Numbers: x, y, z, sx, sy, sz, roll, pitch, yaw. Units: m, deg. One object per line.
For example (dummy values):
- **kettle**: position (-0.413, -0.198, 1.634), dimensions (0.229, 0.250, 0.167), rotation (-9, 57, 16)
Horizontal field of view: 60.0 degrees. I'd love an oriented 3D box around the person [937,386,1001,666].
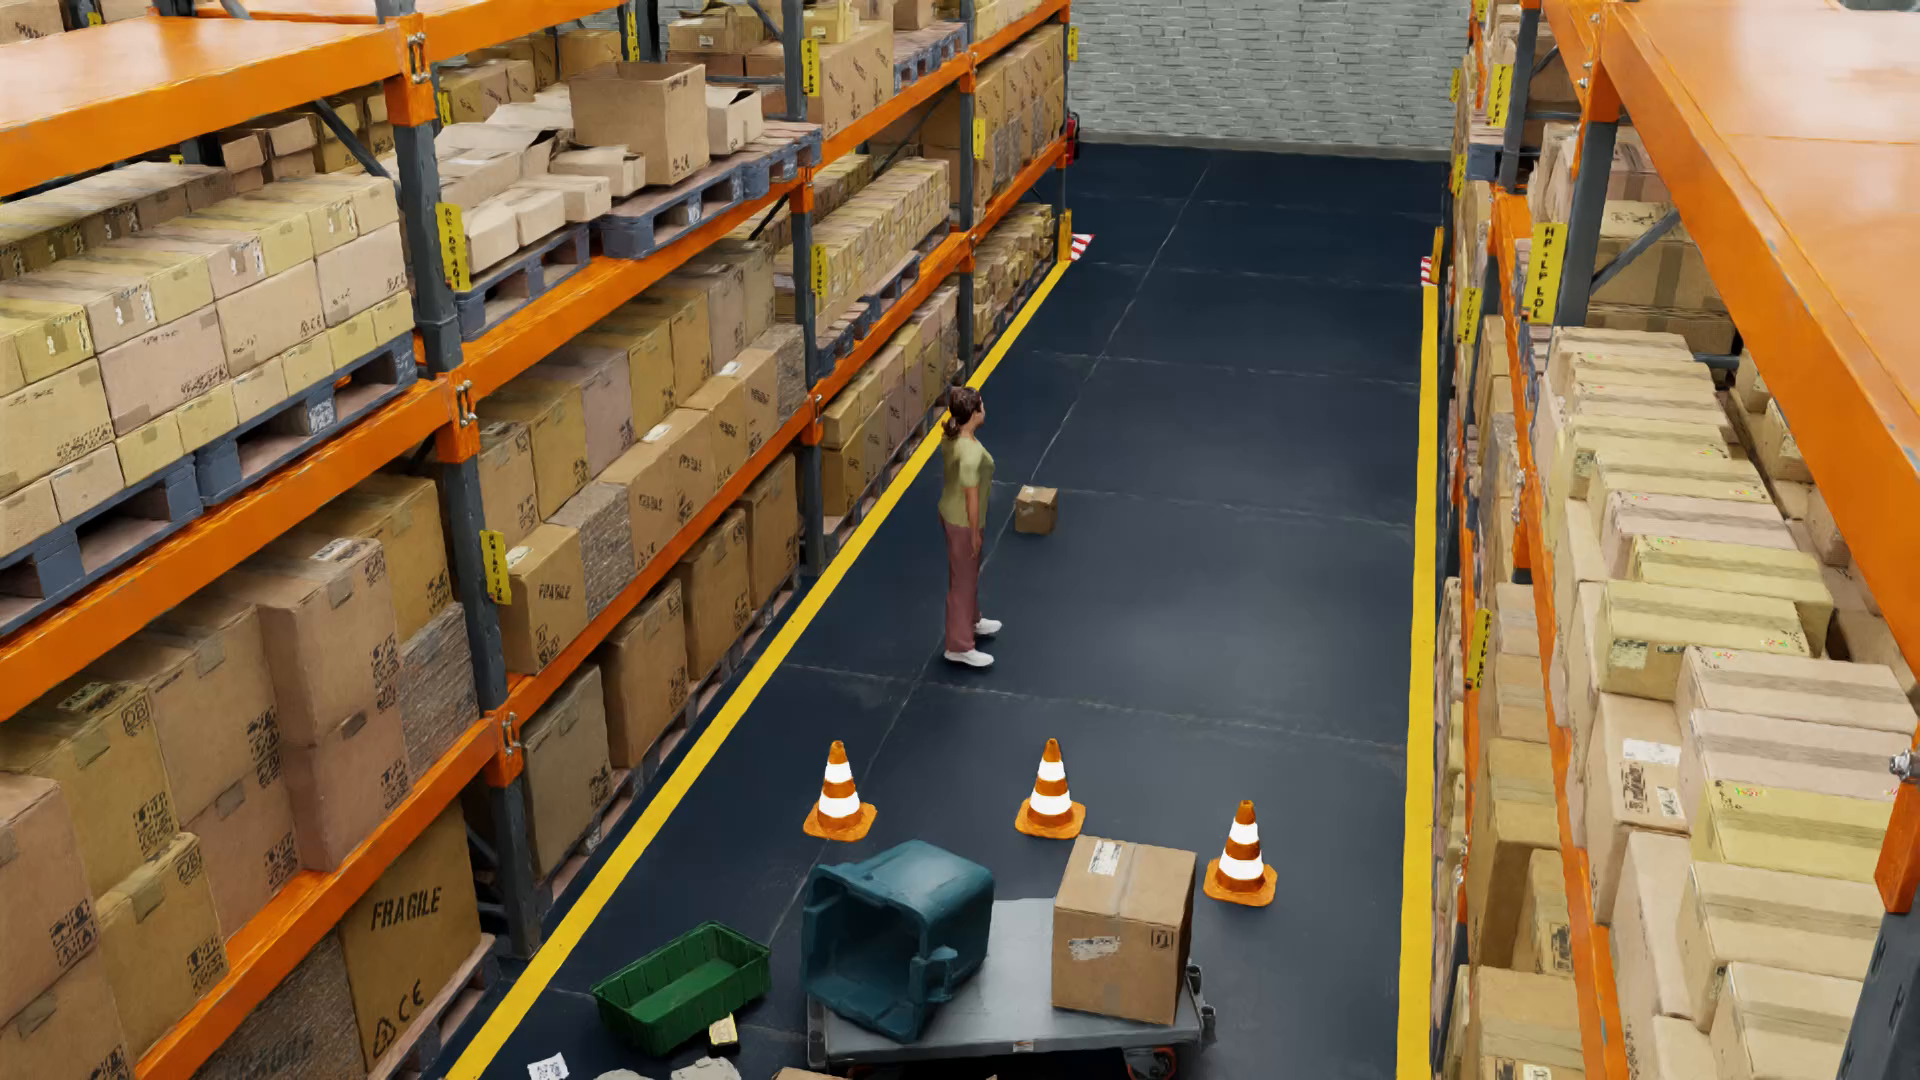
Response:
- **person**: position (0.084, -0.107, 9.771), dimensions (0.433, 1.679, 0.517), rotation (-8, 26, -16)
